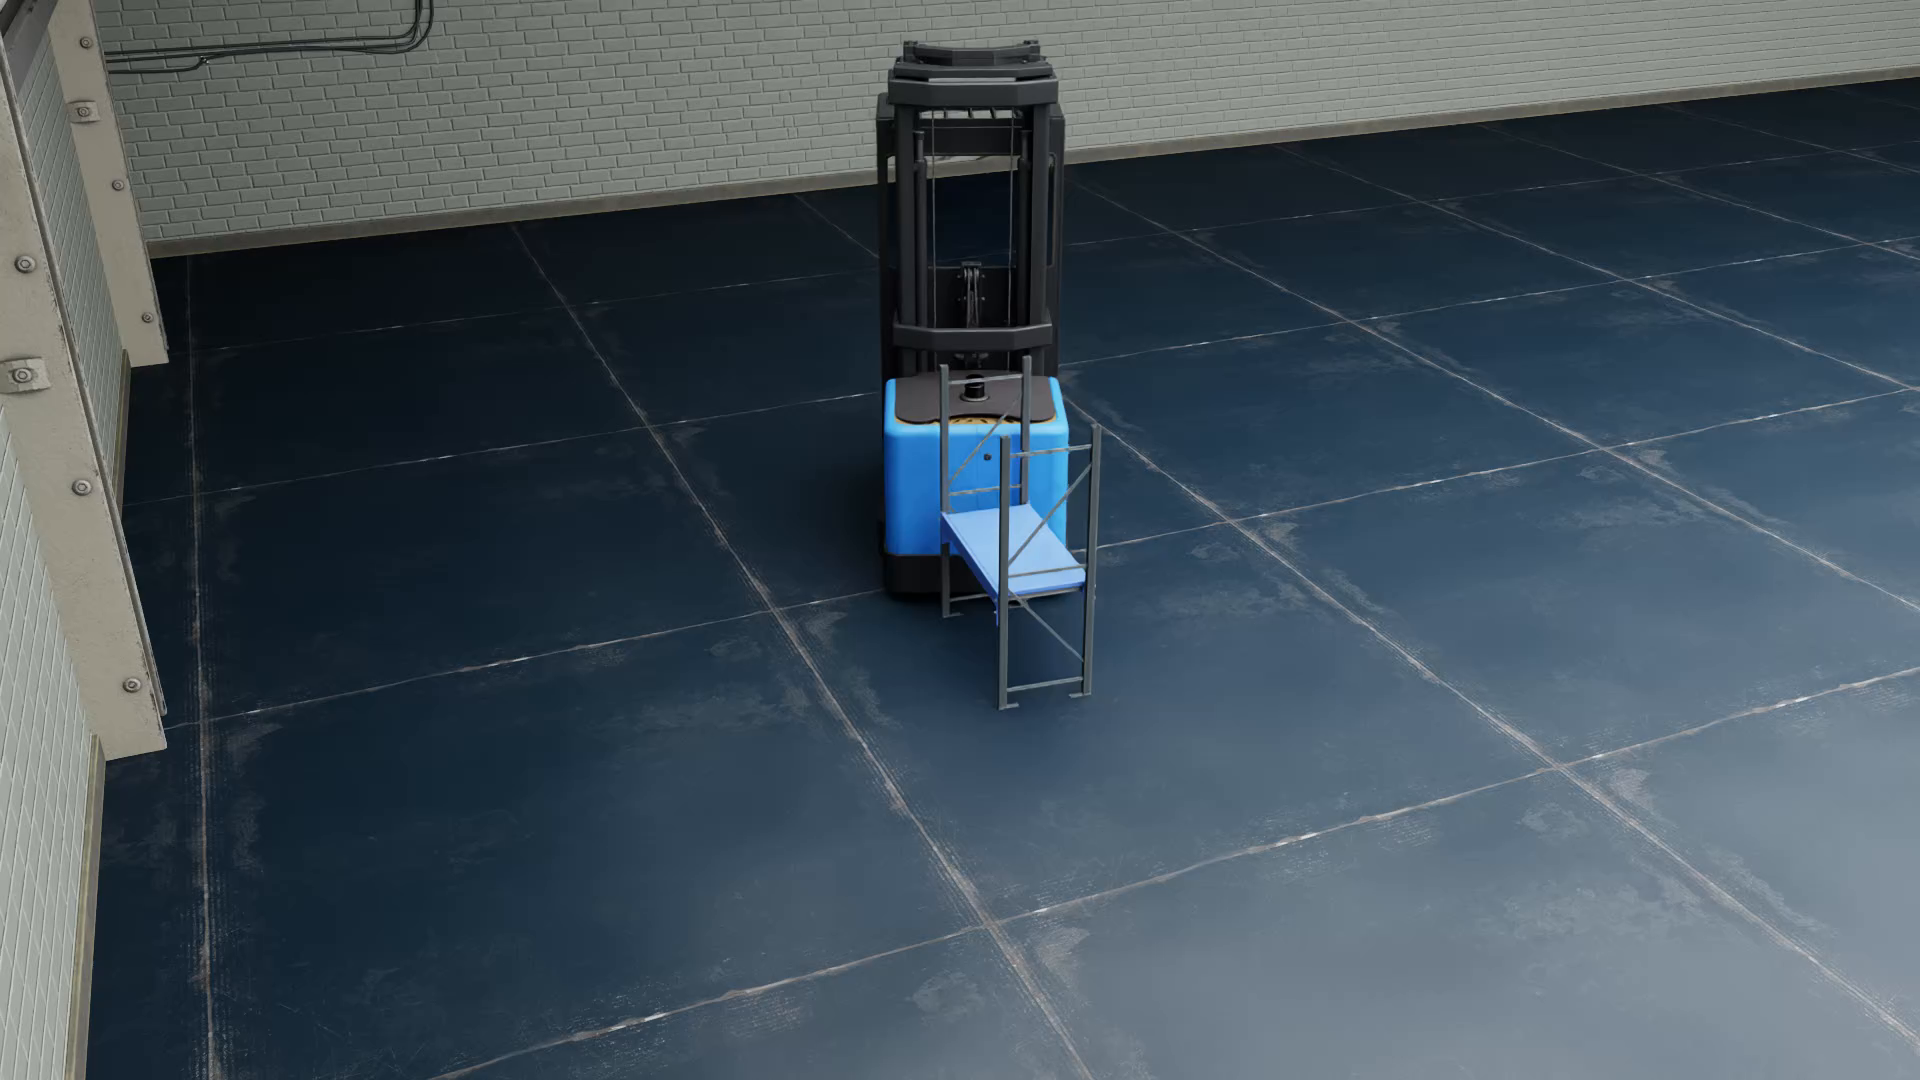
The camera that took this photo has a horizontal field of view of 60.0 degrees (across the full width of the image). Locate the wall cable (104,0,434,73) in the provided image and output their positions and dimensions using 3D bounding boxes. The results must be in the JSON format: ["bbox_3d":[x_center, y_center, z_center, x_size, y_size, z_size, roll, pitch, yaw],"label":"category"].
[{"bbox_3d":[-6.398,-5.518,14.833,3.097,2.526,0.112,-11,28,-21],"label":"wall cable"}]

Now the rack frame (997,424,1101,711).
[{"bbox_3d":[0.432,0.157,8.218,0.500,1.500,0.032,-8,27,-15],"label":"rack frame"}]

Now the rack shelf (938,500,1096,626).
[{"bbox_3d":[0.284,0.106,8.734,0.538,0.185,1.000,-8,27,-15],"label":"rack shelf"}]

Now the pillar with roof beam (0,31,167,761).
[{"bbox_3d":[-0.150,-3.814,7.805,9.100,9.000,0.400,-11,28,-21],"label":"pillar with roof beam"}]

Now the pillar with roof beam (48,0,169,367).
[{"bbox_3d":[-2.500,-6.236,12.766,9.100,9.000,0.400,-11,28,-21],"label":"pillar with roof beam"}]

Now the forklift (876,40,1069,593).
[{"bbox_3d":[0.054,-1.619,10.224,1.130,2.935,3.031,-1,26,-1],"label":"forklift"}]

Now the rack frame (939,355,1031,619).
[{"bbox_3d":[0.135,-0.269,9.092,0.500,1.500,0.032,-8,27,-15],"label":"rack frame"}]

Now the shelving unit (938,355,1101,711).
[{"bbox_3d":[0.284,-0.056,8.655,0.538,1.500,1.048,-8,27,-15],"label":"shelving unit"}]
